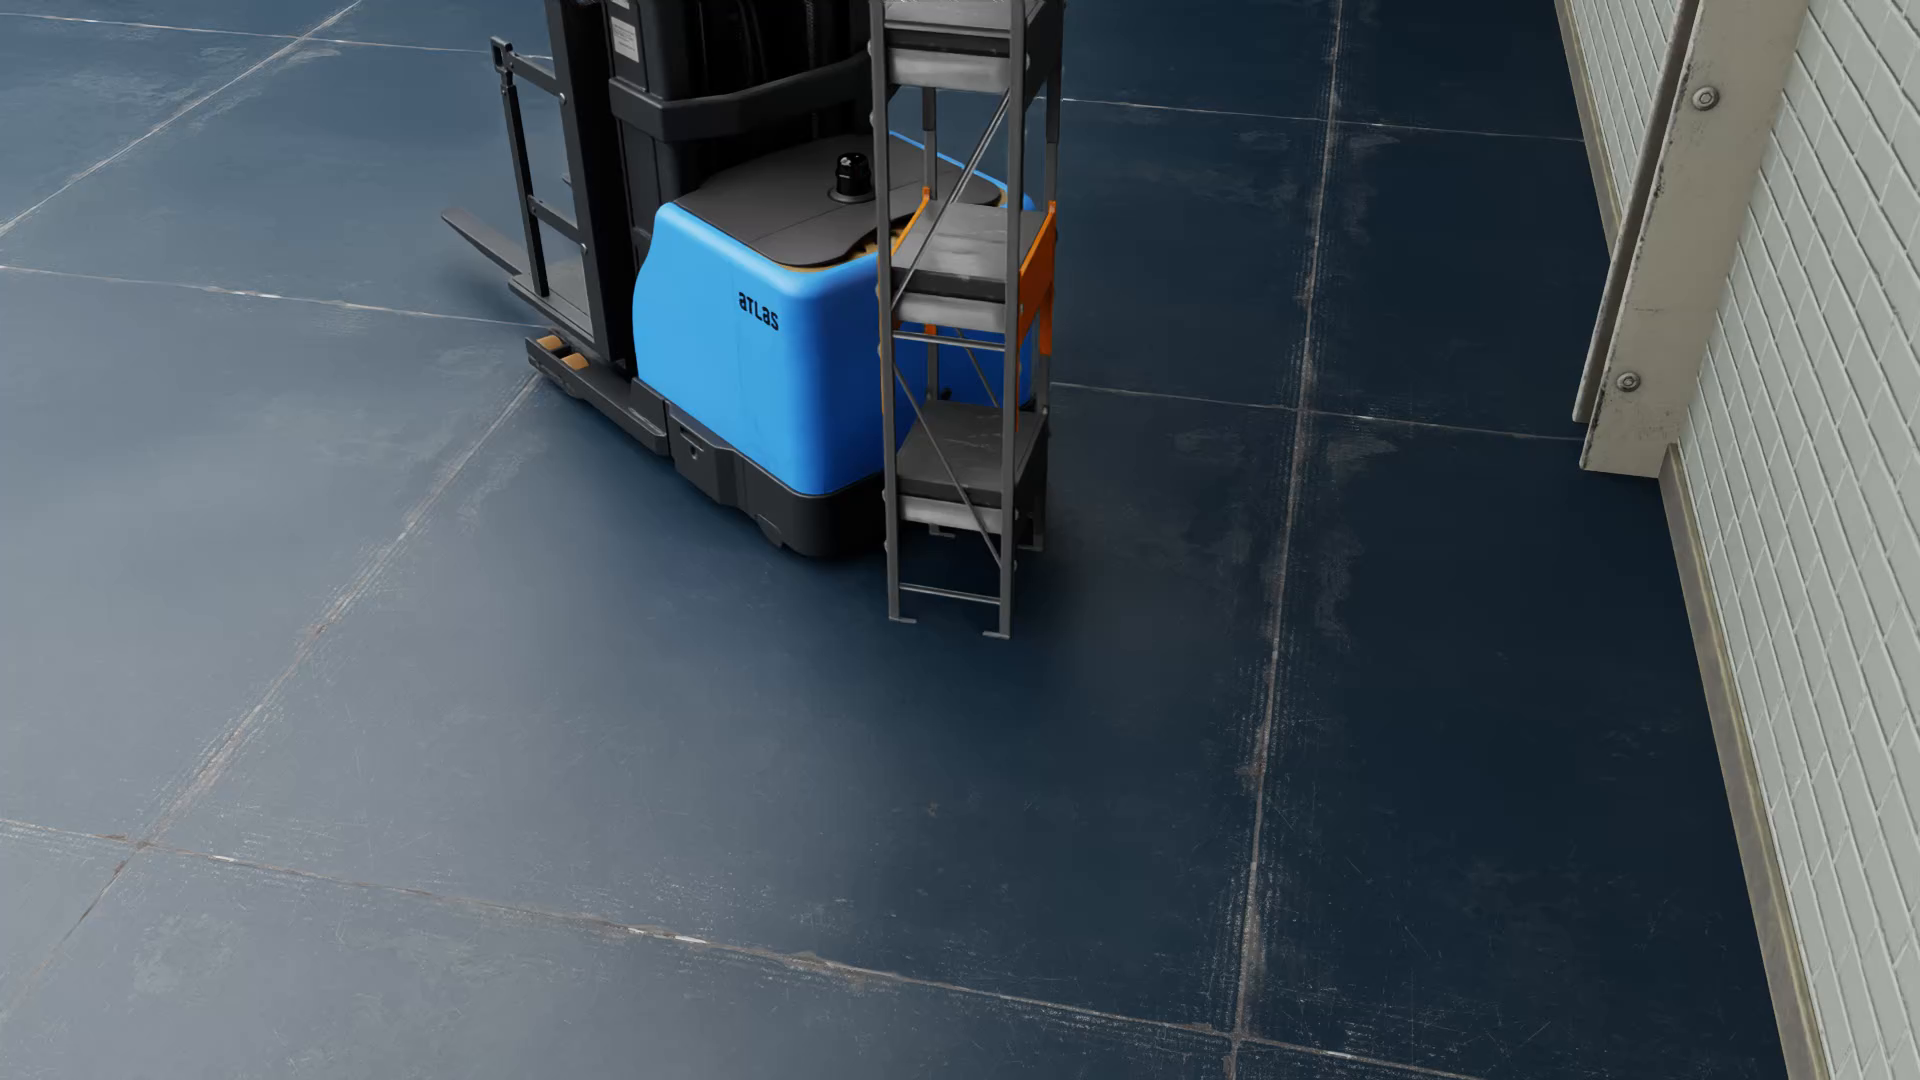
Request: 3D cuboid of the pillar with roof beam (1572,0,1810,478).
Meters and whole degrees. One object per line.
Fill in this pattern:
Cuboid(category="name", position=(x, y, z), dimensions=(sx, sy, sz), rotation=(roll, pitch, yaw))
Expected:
Cuboid(category="pillar with roof beam", position=(-1.732, -4.538, 4.343), dimensions=(9.100, 9.000, 0.400), rotation=(7, 37, 10))

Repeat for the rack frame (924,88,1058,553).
Cuboid(category="rack frame", position=(0.090, -0.840, 5.120), dimensions=(0.400, 2.100, 0.015), rotation=(9, 37, 12))

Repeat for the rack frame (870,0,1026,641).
Cuboid(category="rack frame", position=(-0.033, -0.563, 4.737), dimensions=(0.400, 2.100, 0.015), rotation=(9, 37, 12))

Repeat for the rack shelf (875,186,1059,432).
Cuboid(category="rack shelf", position=(0.028, -0.690, 4.936), dimensions=(0.431, 0.518, 0.480), rotation=(9, 37, 12))

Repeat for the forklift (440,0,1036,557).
Cuboid(category="forklift", position=(-1.072, -1.921, 5.902), dimensions=(1.130, 2.935, 3.031), rotation=(-27, 44, -32))

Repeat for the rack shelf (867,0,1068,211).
Cuboid(category="rack shelf", position=(0.028, -1.257, 4.526), dimensions=(0.431, 0.518, 0.480), rotation=(9, 37, 12))

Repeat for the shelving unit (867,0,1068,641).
Cuboid(category="shelving unit", position=(0.028, -0.701, 4.928), dimensions=(0.431, 2.100, 0.503), rotation=(9, 37, 12))

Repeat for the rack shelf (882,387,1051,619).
Cuboid(category="rack shelf", position=(0.028, -0.123, 5.347), dimensions=(0.431, 0.518, 0.480), rotation=(9, 37, 12))
